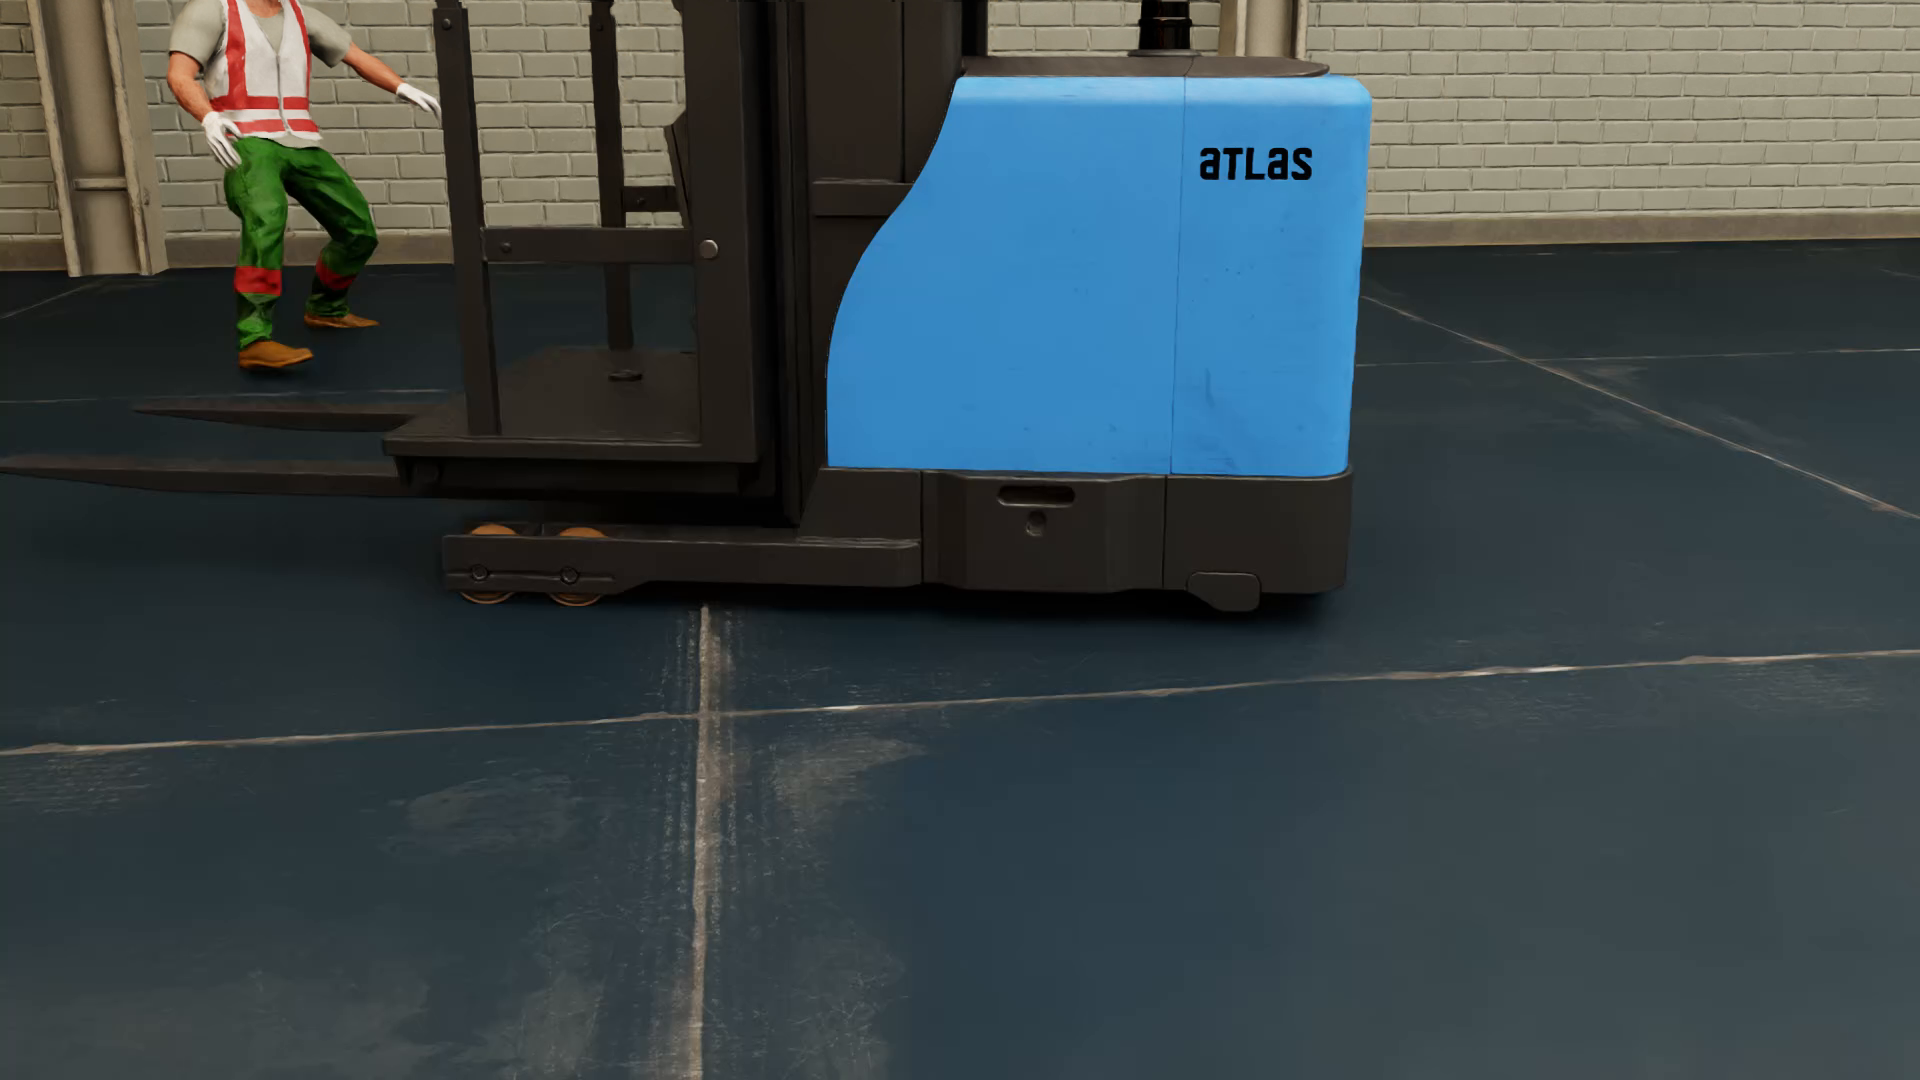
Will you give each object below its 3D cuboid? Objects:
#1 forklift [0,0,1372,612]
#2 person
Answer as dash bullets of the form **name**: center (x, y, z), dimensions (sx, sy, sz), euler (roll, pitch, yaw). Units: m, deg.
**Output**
- **forklift**: center (-0.674, -1.412, 3.572), dimensions (3.031, 2.935, 1.130), euler (1, 17, 5)
- **person**: center (-2.464, -1.491, 6.207), dimensions (0.943, 1.626, 1.011), euler (11, 20, 32)
